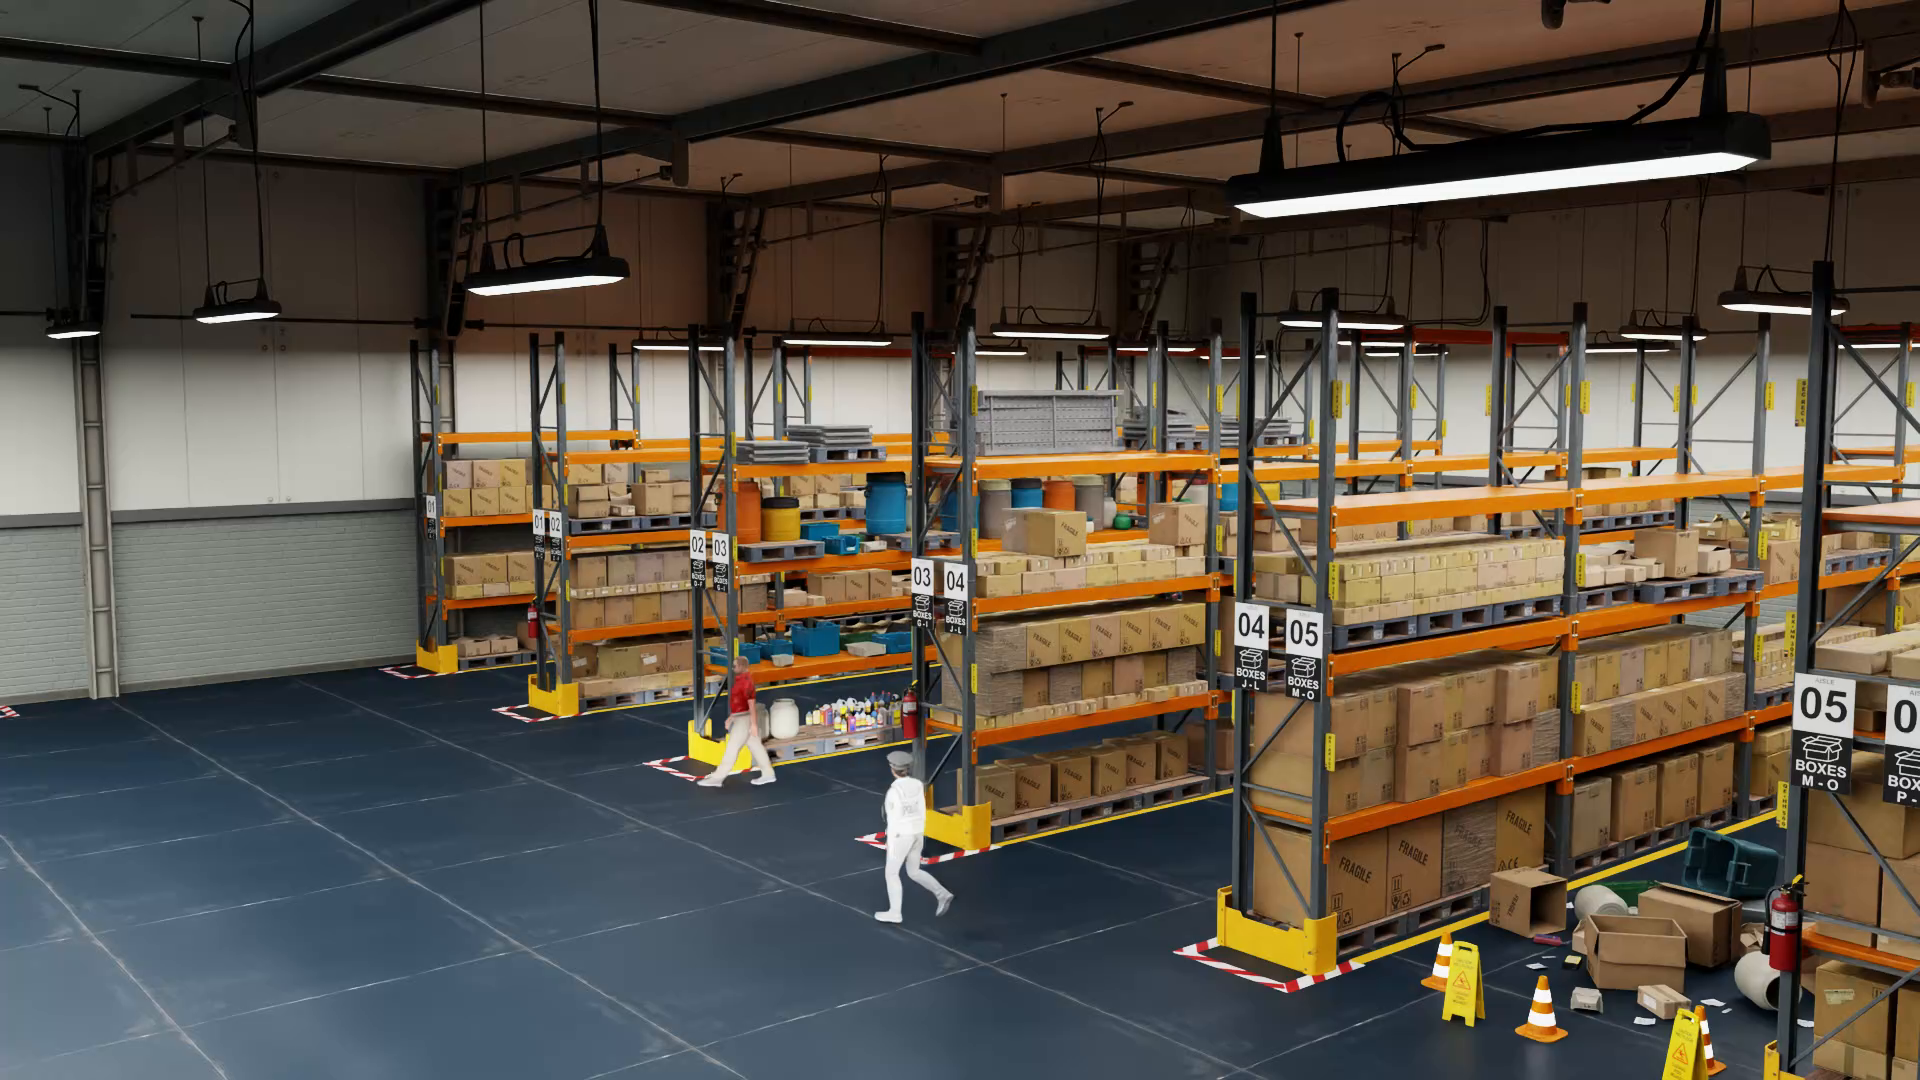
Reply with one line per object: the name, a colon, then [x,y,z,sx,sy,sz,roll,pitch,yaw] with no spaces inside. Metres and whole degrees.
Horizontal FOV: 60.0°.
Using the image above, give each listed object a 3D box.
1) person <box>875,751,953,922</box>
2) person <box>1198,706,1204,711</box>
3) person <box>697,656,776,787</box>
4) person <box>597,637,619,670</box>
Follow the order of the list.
person: [-0.448,2.857,15.937,0.768,1.648,0.484,3,6,30]
person: [3.672,1.825,25.581,0.530,1.550,0.599,-4,7,-39]
person: [-2.870,2.326,21.346,1.003,1.681,0.600,-1,5,-8]
person: [-6.278,1.547,30.068,0.560,1.613,1.082,2,6,24]
